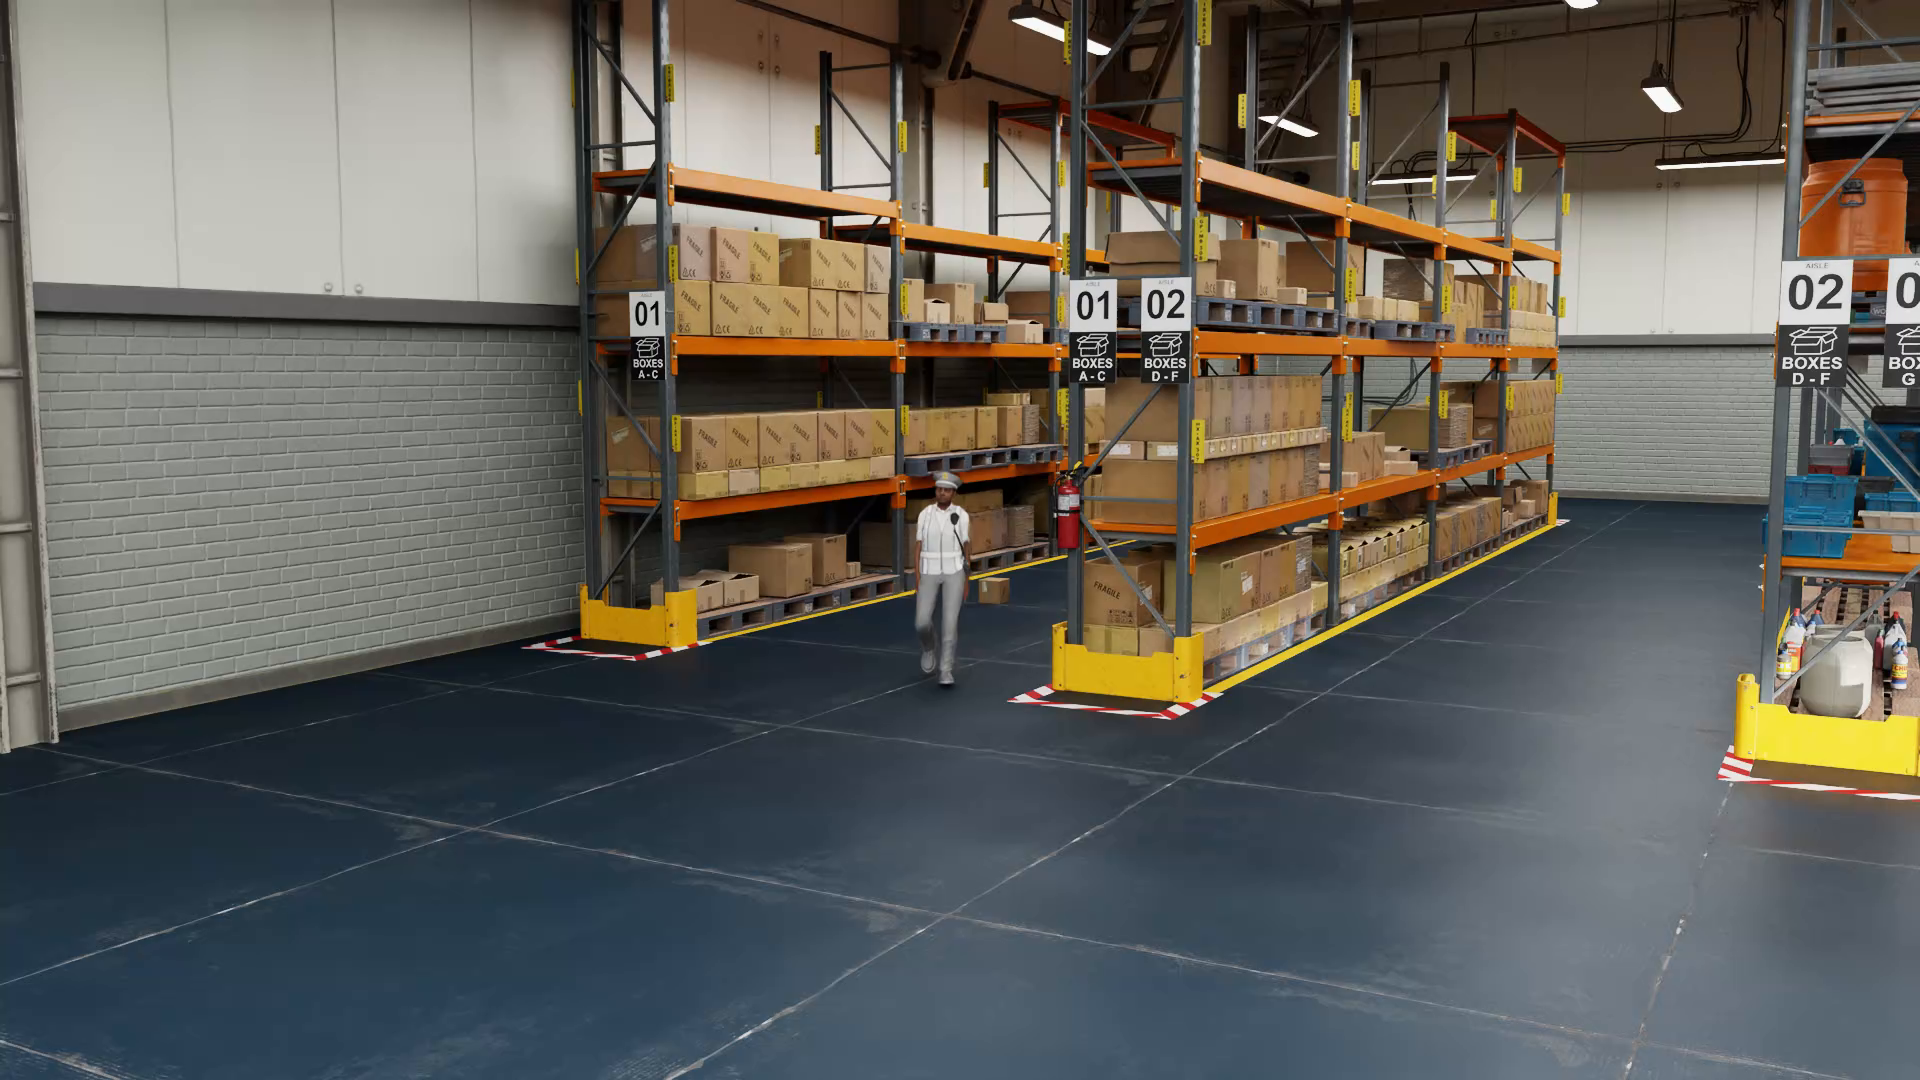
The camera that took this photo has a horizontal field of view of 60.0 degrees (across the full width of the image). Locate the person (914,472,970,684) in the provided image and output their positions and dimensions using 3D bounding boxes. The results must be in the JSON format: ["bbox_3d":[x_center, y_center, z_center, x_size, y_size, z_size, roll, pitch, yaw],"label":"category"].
[{"bbox_3d":[-0.140,0.287,13.314,0.449,1.676,0.549,0,6,4],"label":"person"}]
